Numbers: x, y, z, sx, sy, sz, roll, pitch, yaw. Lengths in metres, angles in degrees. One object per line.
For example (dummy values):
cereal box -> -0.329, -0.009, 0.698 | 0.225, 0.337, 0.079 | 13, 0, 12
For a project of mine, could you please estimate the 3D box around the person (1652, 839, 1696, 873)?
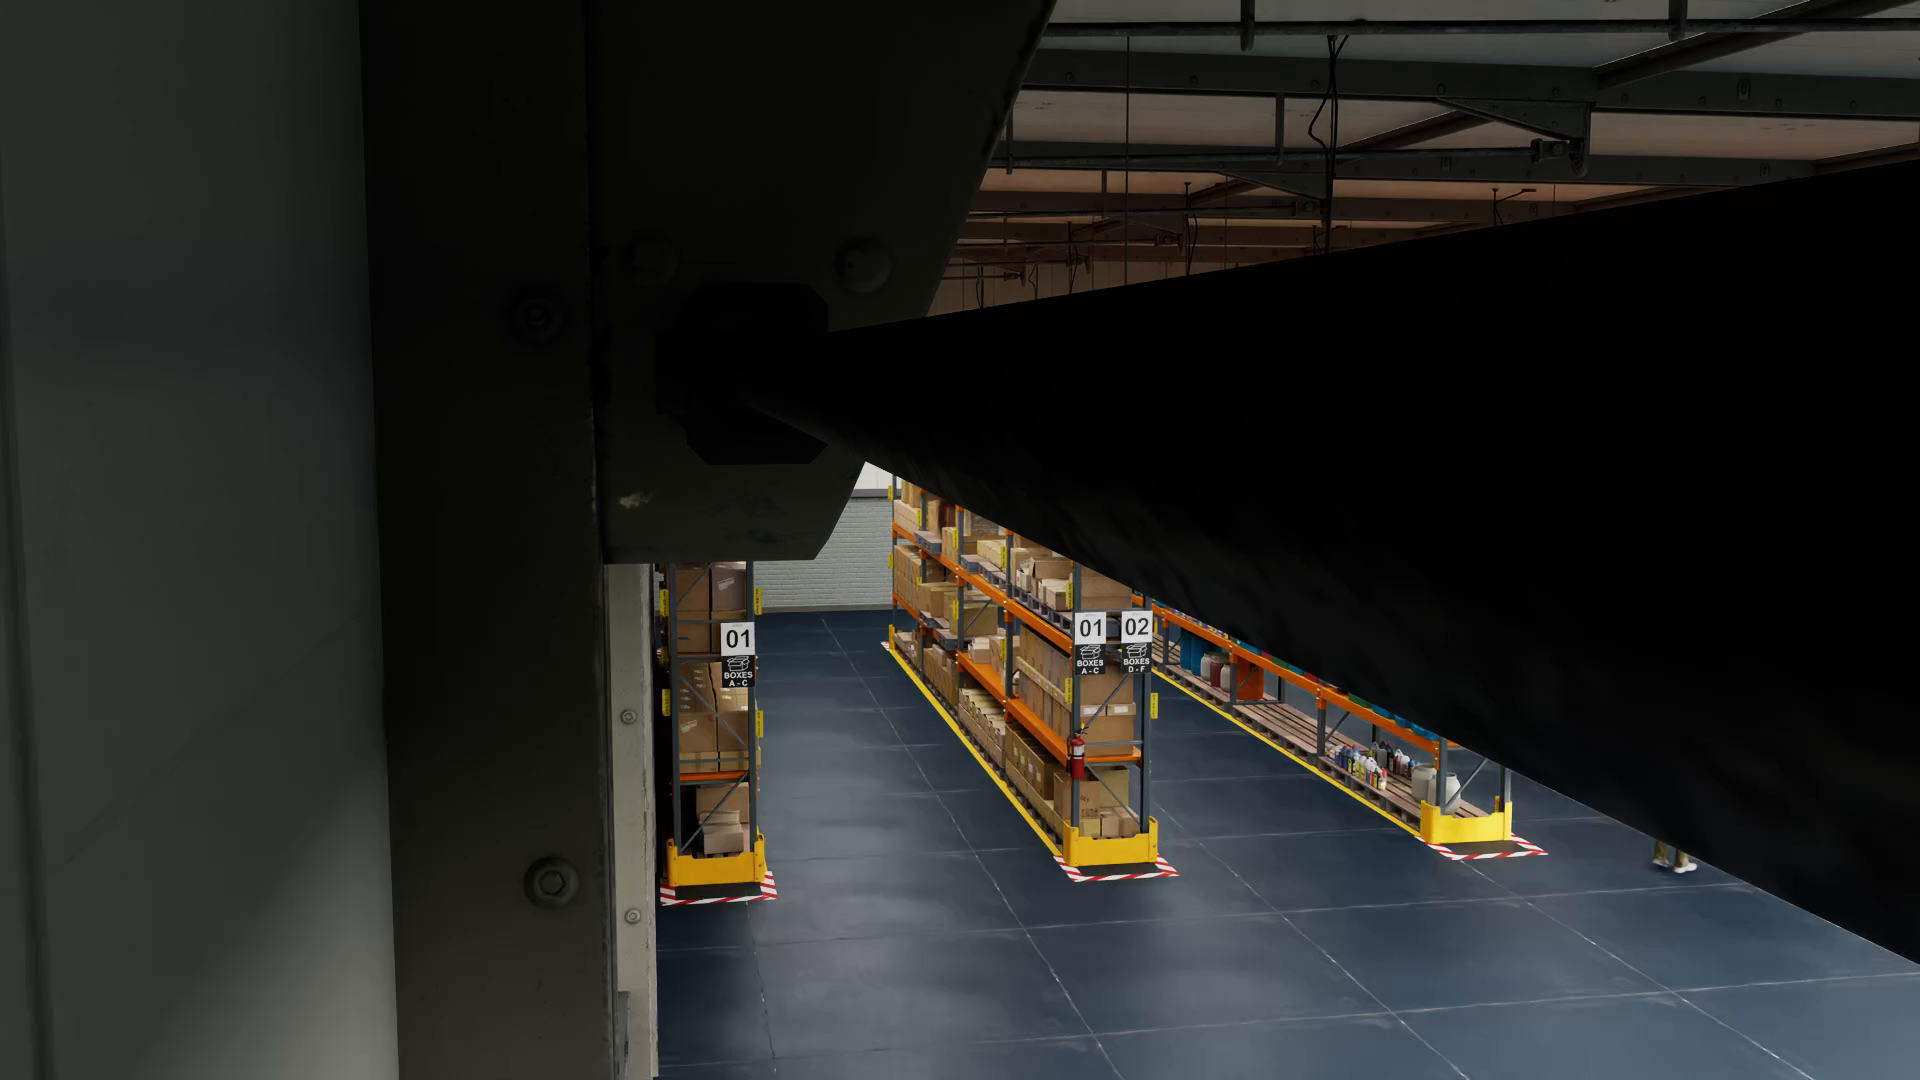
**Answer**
person -> 8.978, 3.242, 20.636 | 0.661, 1.823, 0.427 | 5, 8, 41
